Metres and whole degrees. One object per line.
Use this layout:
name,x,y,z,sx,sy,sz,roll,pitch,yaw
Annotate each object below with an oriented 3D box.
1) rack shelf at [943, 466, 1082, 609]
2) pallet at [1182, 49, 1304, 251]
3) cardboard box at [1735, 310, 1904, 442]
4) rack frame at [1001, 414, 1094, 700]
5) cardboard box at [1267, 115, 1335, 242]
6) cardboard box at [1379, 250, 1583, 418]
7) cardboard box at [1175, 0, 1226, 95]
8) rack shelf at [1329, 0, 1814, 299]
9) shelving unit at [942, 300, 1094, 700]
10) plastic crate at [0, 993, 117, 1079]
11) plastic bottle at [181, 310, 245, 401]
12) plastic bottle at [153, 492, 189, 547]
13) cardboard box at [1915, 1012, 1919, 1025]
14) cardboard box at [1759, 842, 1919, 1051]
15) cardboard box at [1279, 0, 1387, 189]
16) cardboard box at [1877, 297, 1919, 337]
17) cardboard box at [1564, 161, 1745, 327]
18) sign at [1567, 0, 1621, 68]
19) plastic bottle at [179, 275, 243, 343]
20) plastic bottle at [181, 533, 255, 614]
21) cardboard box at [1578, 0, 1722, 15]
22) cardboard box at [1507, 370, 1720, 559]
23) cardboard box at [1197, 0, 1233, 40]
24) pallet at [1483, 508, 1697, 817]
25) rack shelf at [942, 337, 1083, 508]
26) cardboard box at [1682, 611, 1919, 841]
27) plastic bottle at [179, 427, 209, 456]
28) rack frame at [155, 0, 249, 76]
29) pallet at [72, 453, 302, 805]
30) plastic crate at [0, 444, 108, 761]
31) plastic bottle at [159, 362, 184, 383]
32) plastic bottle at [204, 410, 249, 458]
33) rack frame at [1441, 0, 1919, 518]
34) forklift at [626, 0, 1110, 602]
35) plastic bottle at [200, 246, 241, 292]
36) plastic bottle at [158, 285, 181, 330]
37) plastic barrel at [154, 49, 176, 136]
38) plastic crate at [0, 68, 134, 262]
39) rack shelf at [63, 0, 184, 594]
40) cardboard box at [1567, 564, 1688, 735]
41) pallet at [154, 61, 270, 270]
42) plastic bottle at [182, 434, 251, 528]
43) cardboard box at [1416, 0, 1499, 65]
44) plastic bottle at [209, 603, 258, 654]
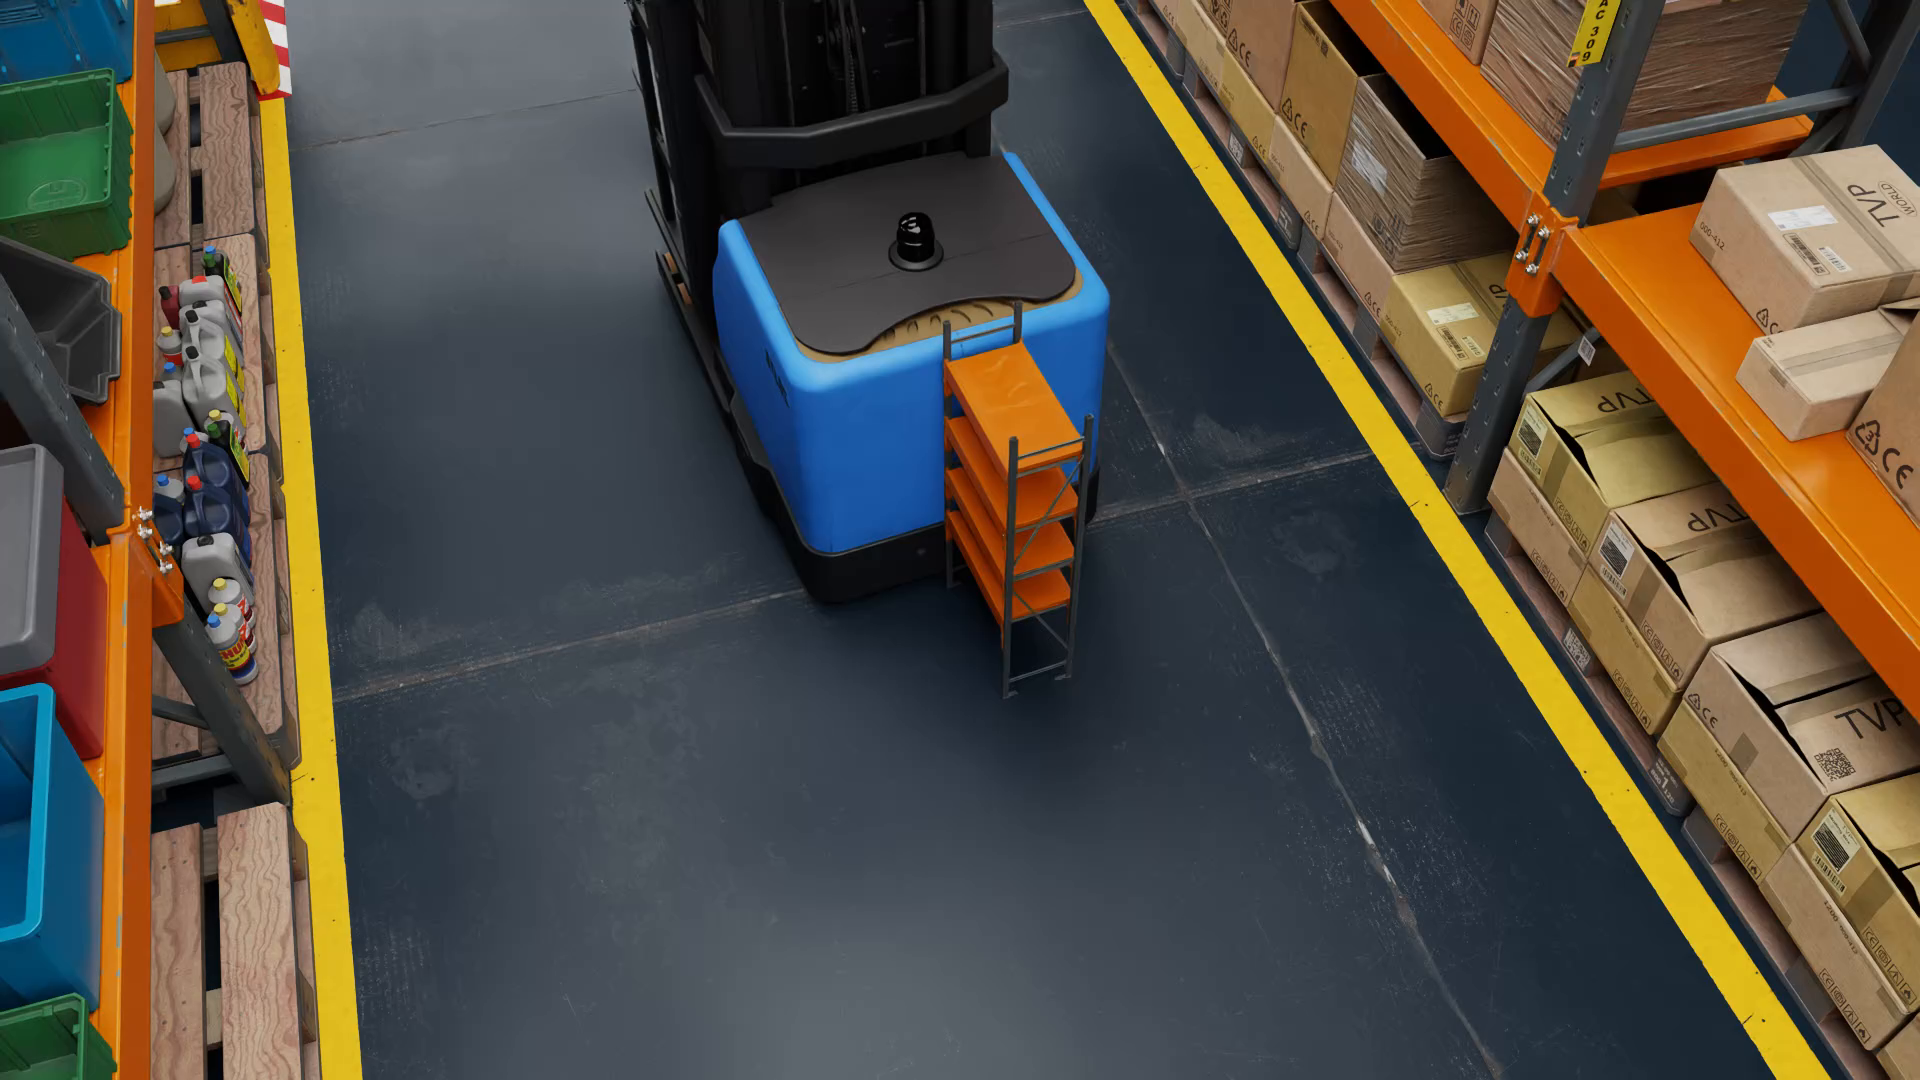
rack shelf,0.155,-0.044,5.091,0.258,0.148,0.480,-17,52,-14
pallet,1.641,-1.787,7.118,1.003,0.211,1.213,-13,51,-11
cardboard box,2.267,-0.428,4.313,0.380,0.149,0.250,-13,51,-11
rack frame,0.245,0.086,4.893,0.240,1.200,0.015,-17,52,-14
cardboard box,1.554,-1.470,6.551,0.500,0.250,0.500,-13,51,-11
cardboard box,1.855,-0.741,5.936,0.500,0.250,0.500,-13,51,-11
cardboard box,1.263,-2.201,7.168,0.500,0.250,0.500,-13,51,-11
rack shelf,1.609,-2.431,6.308,1.077,0.370,4.000,-13,51,-11
shelving unit,0.155,-0.088,5.039,0.258,1.200,0.503,-17,52,-14
plastic crate,-1.748,1.191,2.922,0.450,0.188,0.662,-13,51,-11
plastic bottle,-2.611,-0.641,5.773,0.144,0.351,0.185,-11,51,-9
plastic bottle,-2.512,-0.024,5.253,0.144,0.351,0.185,-13,51,-11
cardboard box,2.687,1.215,3.921,0.500,0.311,0.500,-14,51,-11
cardboard box,2.539,1.022,4.450,0.500,0.250,0.500,-12,51,-10
cardboard box,1.567,-1.715,6.267,0.500,0.500,0.500,-13,51,-11
cardboard box,2.636,-0.558,4.347,0.396,0.266,0.258,-14,51,-12
cardboard box,2.363,-1.103,5.751,0.500,0.500,0.500,-13,51,-11
sign,1.671,-1.380,4.334,0.100,0.325,0.005,-13,51,-11
plastic bottle,-2.705,-0.838,5.988,0.152,0.276,0.135,-13,51,-11
plastic bottle,-2.329,0.089,5.207,0.152,0.276,0.135,-12,51,-10
cardboard box,1.916,-1.594,4.642,0.380,0.149,0.250,-13,51,-11
cardboard box,2.085,-0.274,5.176,0.500,0.311,0.500,-13,51,-11
cardboard box,1.274,-2.446,6.883,0.500,0.500,0.500,-13,51,-11
pallet,2.456,0.226,5.422,1.003,0.211,1.213,-13,51,-11
rack shelf,0.155,-0.341,4.739,0.258,0.148,0.480,-17,52,-14
cardboard box,2.382,0.470,4.548,0.500,0.311,0.500,-15,51,-12
plastic bottle,-2.510,-0.268,5.511,0.097,0.271,0.097,0,50,0
rack frame,-3.715,-3.007,6.323,1.000,3.000,0.127,-13,51,-11
pallet,-2.691,0.314,5.347,1.003,0.211,1.213,-13,51,-11
plastic crate,-2.097,0.179,3.596,0.402,0.464,0.583,-13,51,-11
plastic bottle,-2.713,-0.533,5.780,0.097,0.201,0.097,0,50,0
plastic bottle,-2.492,-0.358,5.633,0.097,0.201,0.097,0,50,0
rack frame,2.201,-1.202,4.802,1.000,3.000,0.127,-13,51,-11
forklift,-0.545,-1.892,5.428,1.130,2.935,3.031,-17,52,-14
plastic bottle,-2.753,-1.004,6.177,0.097,0.201,0.097,0,50,0
plastic bottle,-2.806,-0.816,5.965,0.061,0.283,0.133,-13,51,-11
plastic barrel,-3.447,-1.877,6.723,0.421,0.512,0.421,0,50,0
plastic crate,-2.664,-1.072,4.831,0.450,0.188,0.662,-13,51,-11
rack shelf,-3.124,-1.314,5.366,1.077,0.370,4.000,-13,51,-11
cardboard box,2.233,0.273,5.082,0.500,0.250,0.500,-12,51,-10
pallet,-3.413,-1.468,6.850,1.003,0.211,1.213,-13,51,-11
plastic bottle,-2.430,-0.194,5.397,0.144,0.351,0.185,-15,52,-13
cardboard box,1.901,-1.941,5.359,0.700,0.500,0.500,-14,51,-11
plastic bottle,-2.238,0.269,5.104,0.097,0.201,0.097,0,50,0
